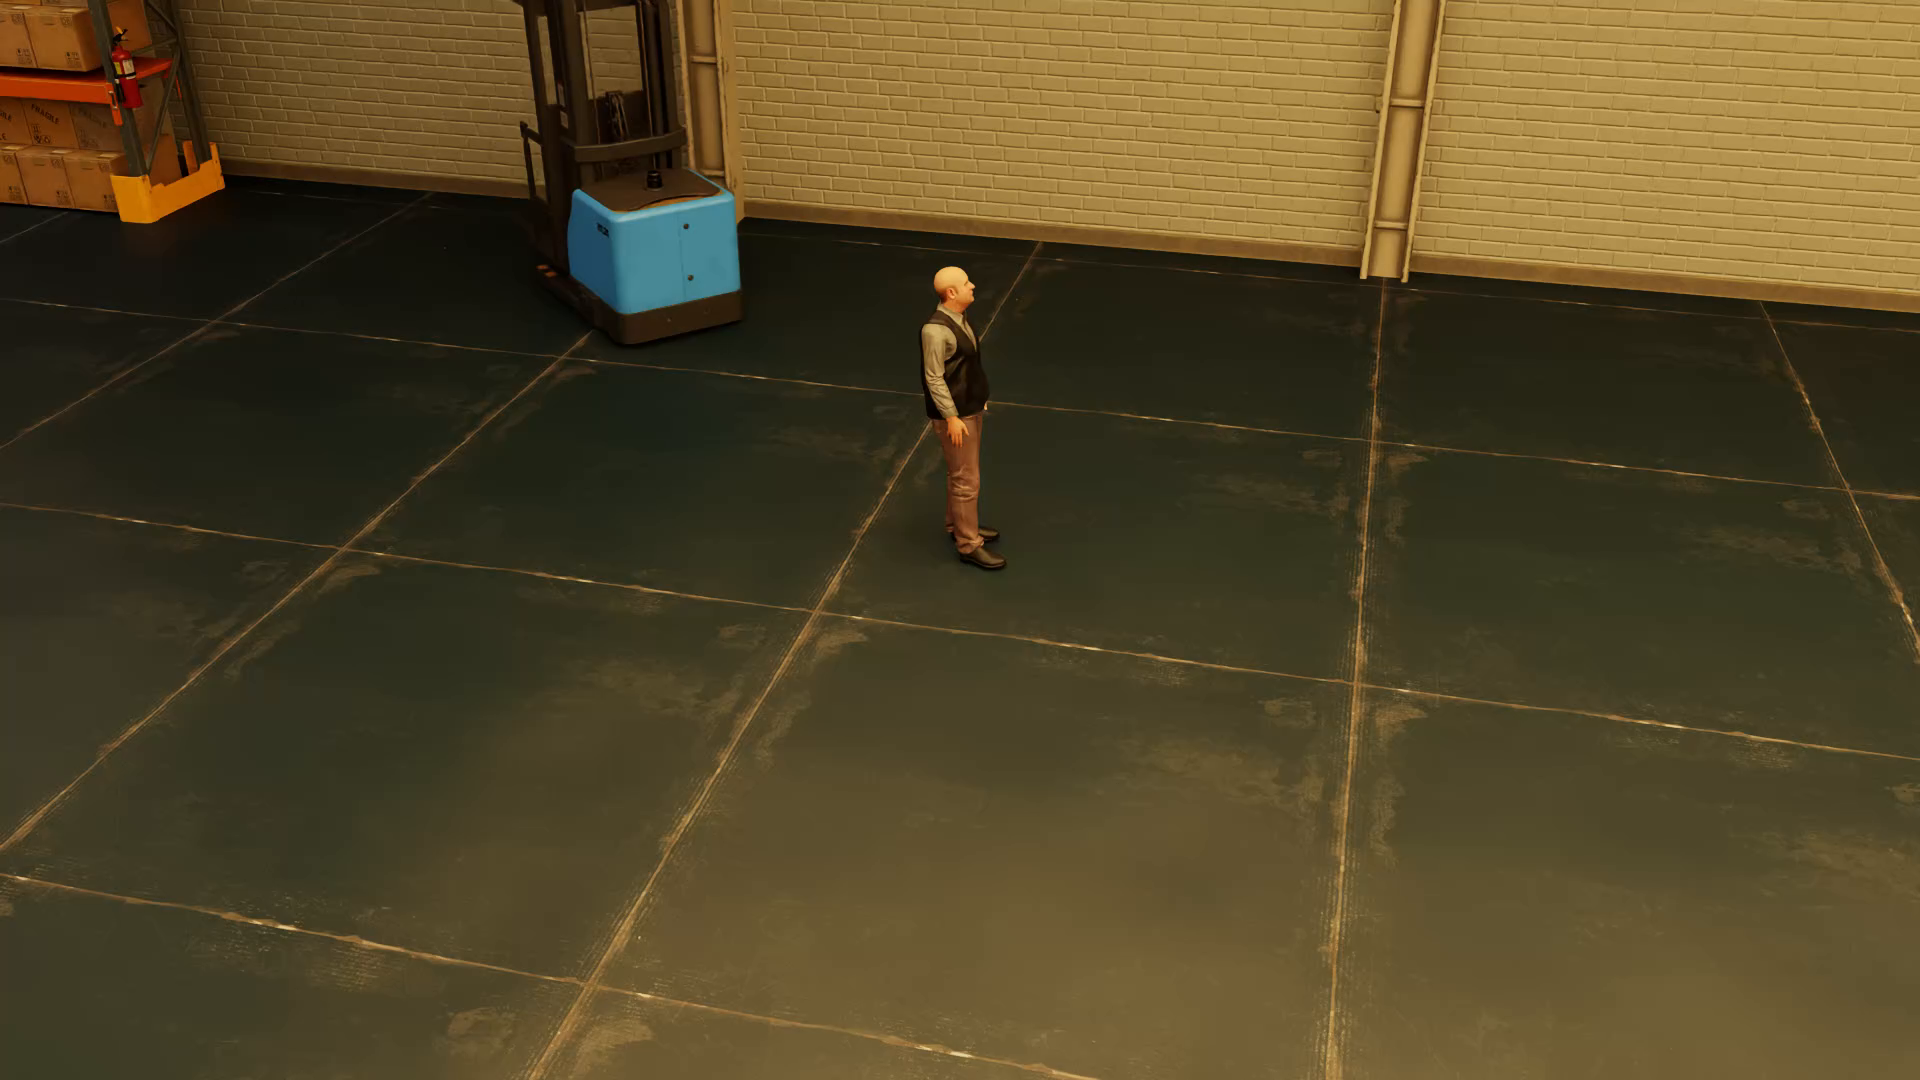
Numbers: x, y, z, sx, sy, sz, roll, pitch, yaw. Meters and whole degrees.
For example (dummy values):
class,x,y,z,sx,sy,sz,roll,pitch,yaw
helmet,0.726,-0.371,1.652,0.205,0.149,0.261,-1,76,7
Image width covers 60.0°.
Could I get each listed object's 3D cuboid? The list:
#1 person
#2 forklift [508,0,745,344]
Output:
class,x,y,z,sx,sy,sz,roll,pitch,yaw
person,0.058,-0.744,9.695,0.568,1.720,0.632,7,30,12
forklift,-2.920,-3.444,13.248,1.130,2.935,3.031,-18,34,-28
